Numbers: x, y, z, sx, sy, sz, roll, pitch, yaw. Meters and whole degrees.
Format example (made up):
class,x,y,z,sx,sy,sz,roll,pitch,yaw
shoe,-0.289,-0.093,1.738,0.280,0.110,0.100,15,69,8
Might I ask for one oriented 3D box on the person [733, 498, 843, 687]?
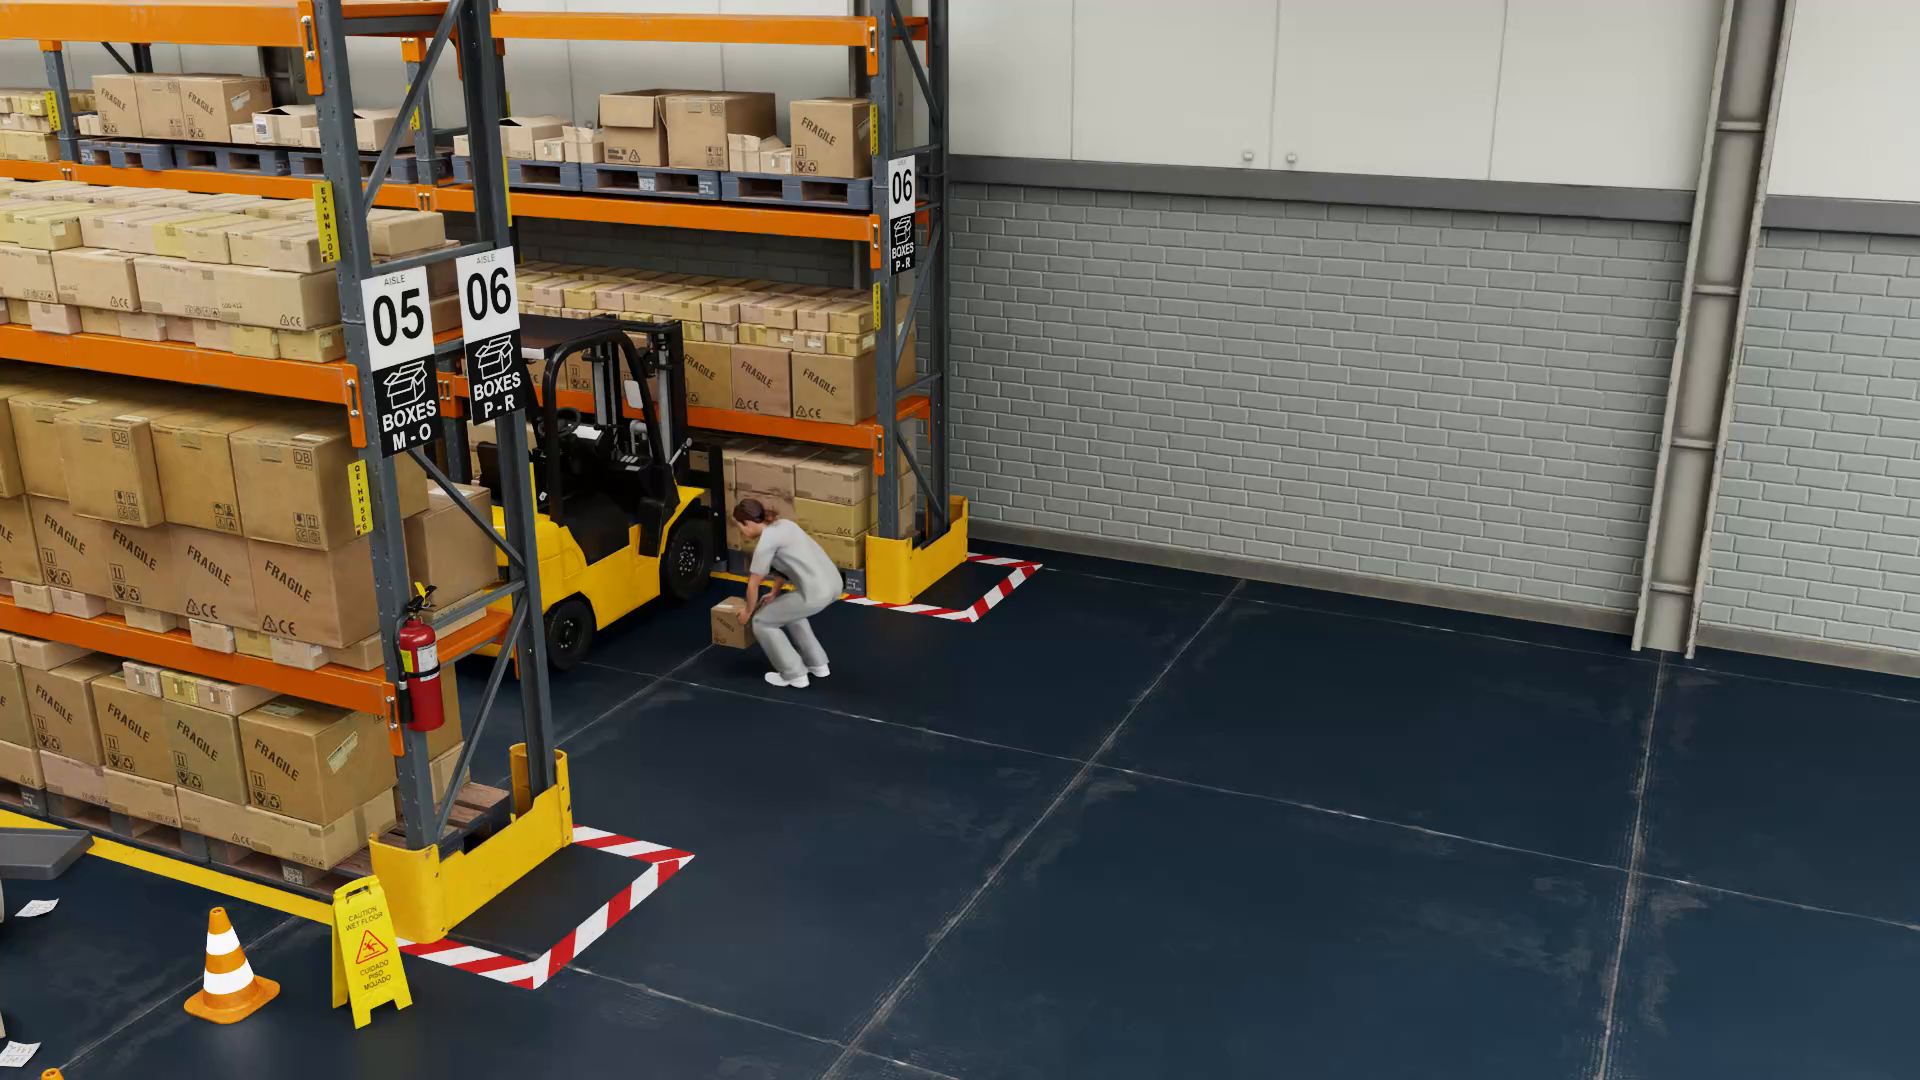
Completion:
class,x,y,z,sx,sy,sz,roll,pitch,yaw
person,-1.125,0.342,10.780,0.716,1.221,0.496,8,21,23
